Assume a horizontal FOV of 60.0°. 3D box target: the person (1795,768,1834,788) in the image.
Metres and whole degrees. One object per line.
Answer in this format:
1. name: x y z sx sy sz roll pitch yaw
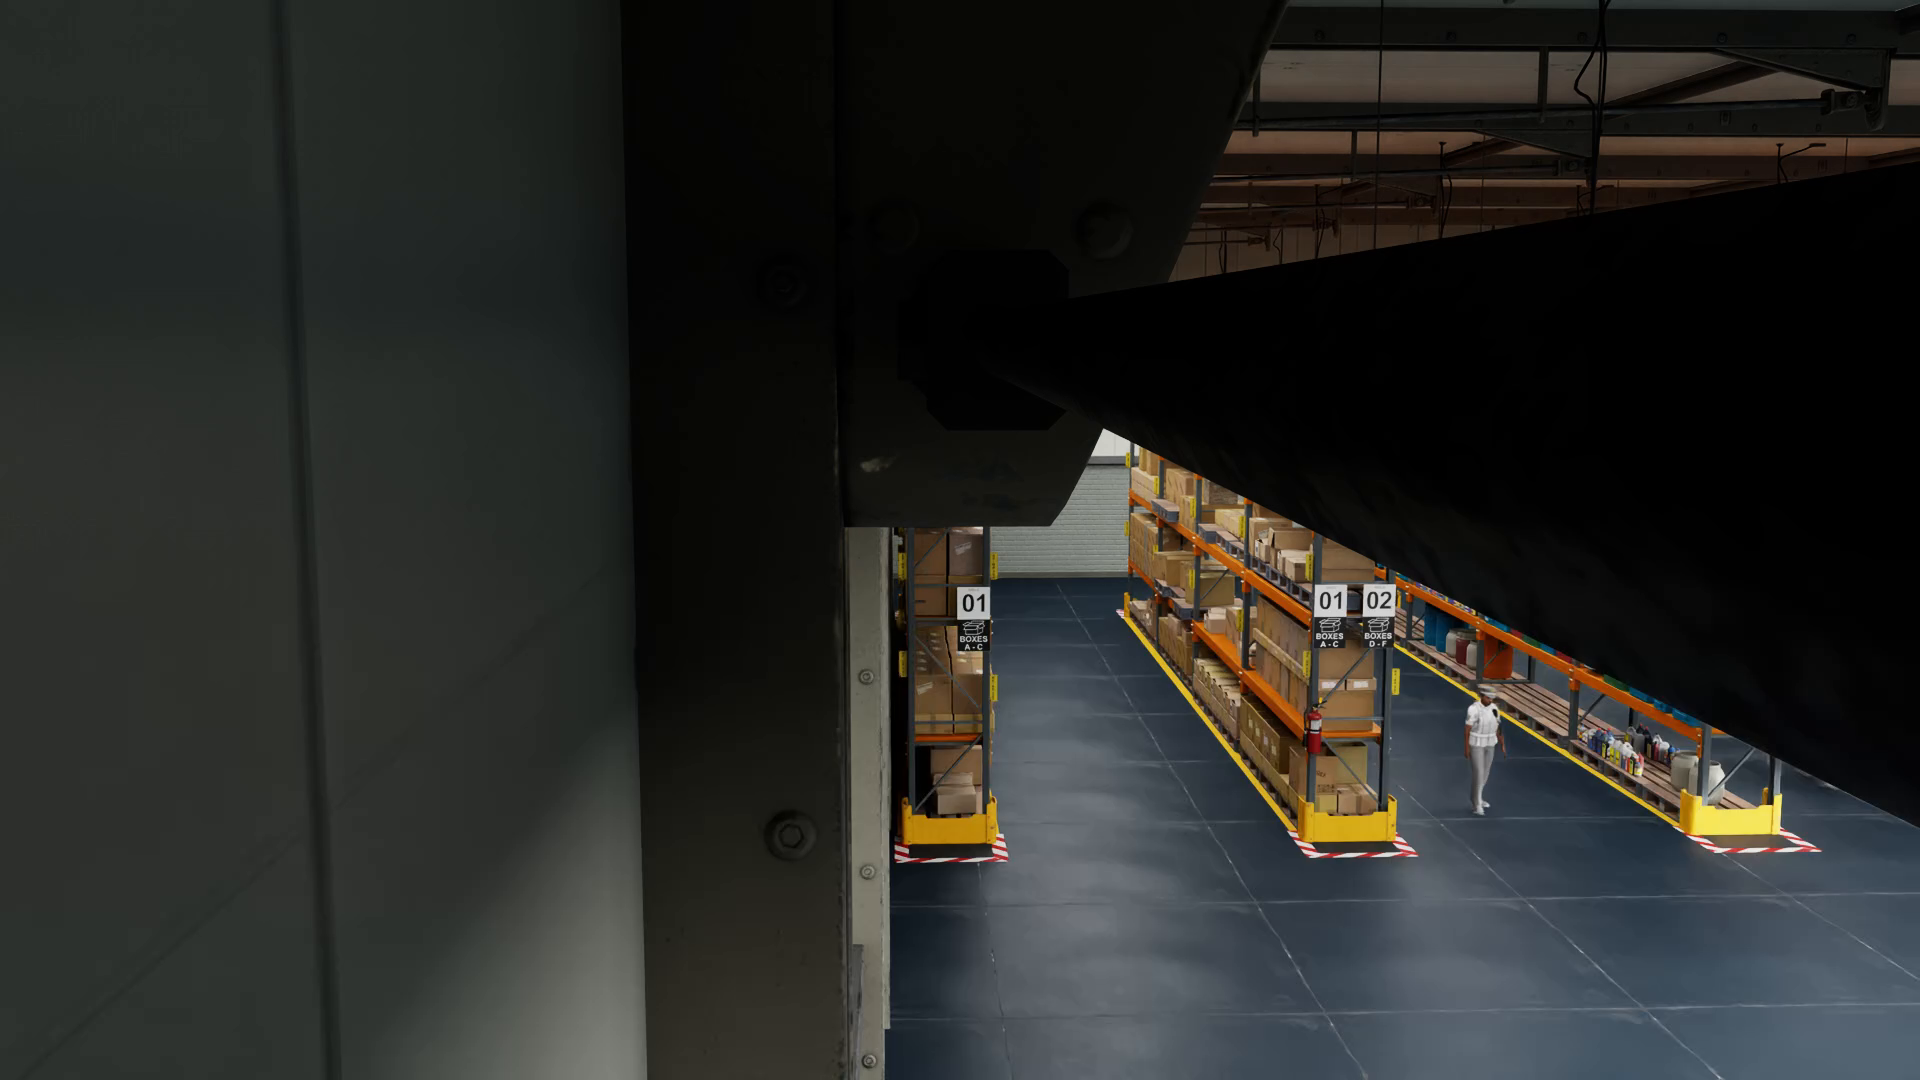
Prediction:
1. person: 11.915 2.520 23.013 0.595 1.716 1.031 -1 7 -9

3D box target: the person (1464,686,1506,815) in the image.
1. person: 6.861 2.745 21.822 0.496 1.720 0.496 -3 8 -19
